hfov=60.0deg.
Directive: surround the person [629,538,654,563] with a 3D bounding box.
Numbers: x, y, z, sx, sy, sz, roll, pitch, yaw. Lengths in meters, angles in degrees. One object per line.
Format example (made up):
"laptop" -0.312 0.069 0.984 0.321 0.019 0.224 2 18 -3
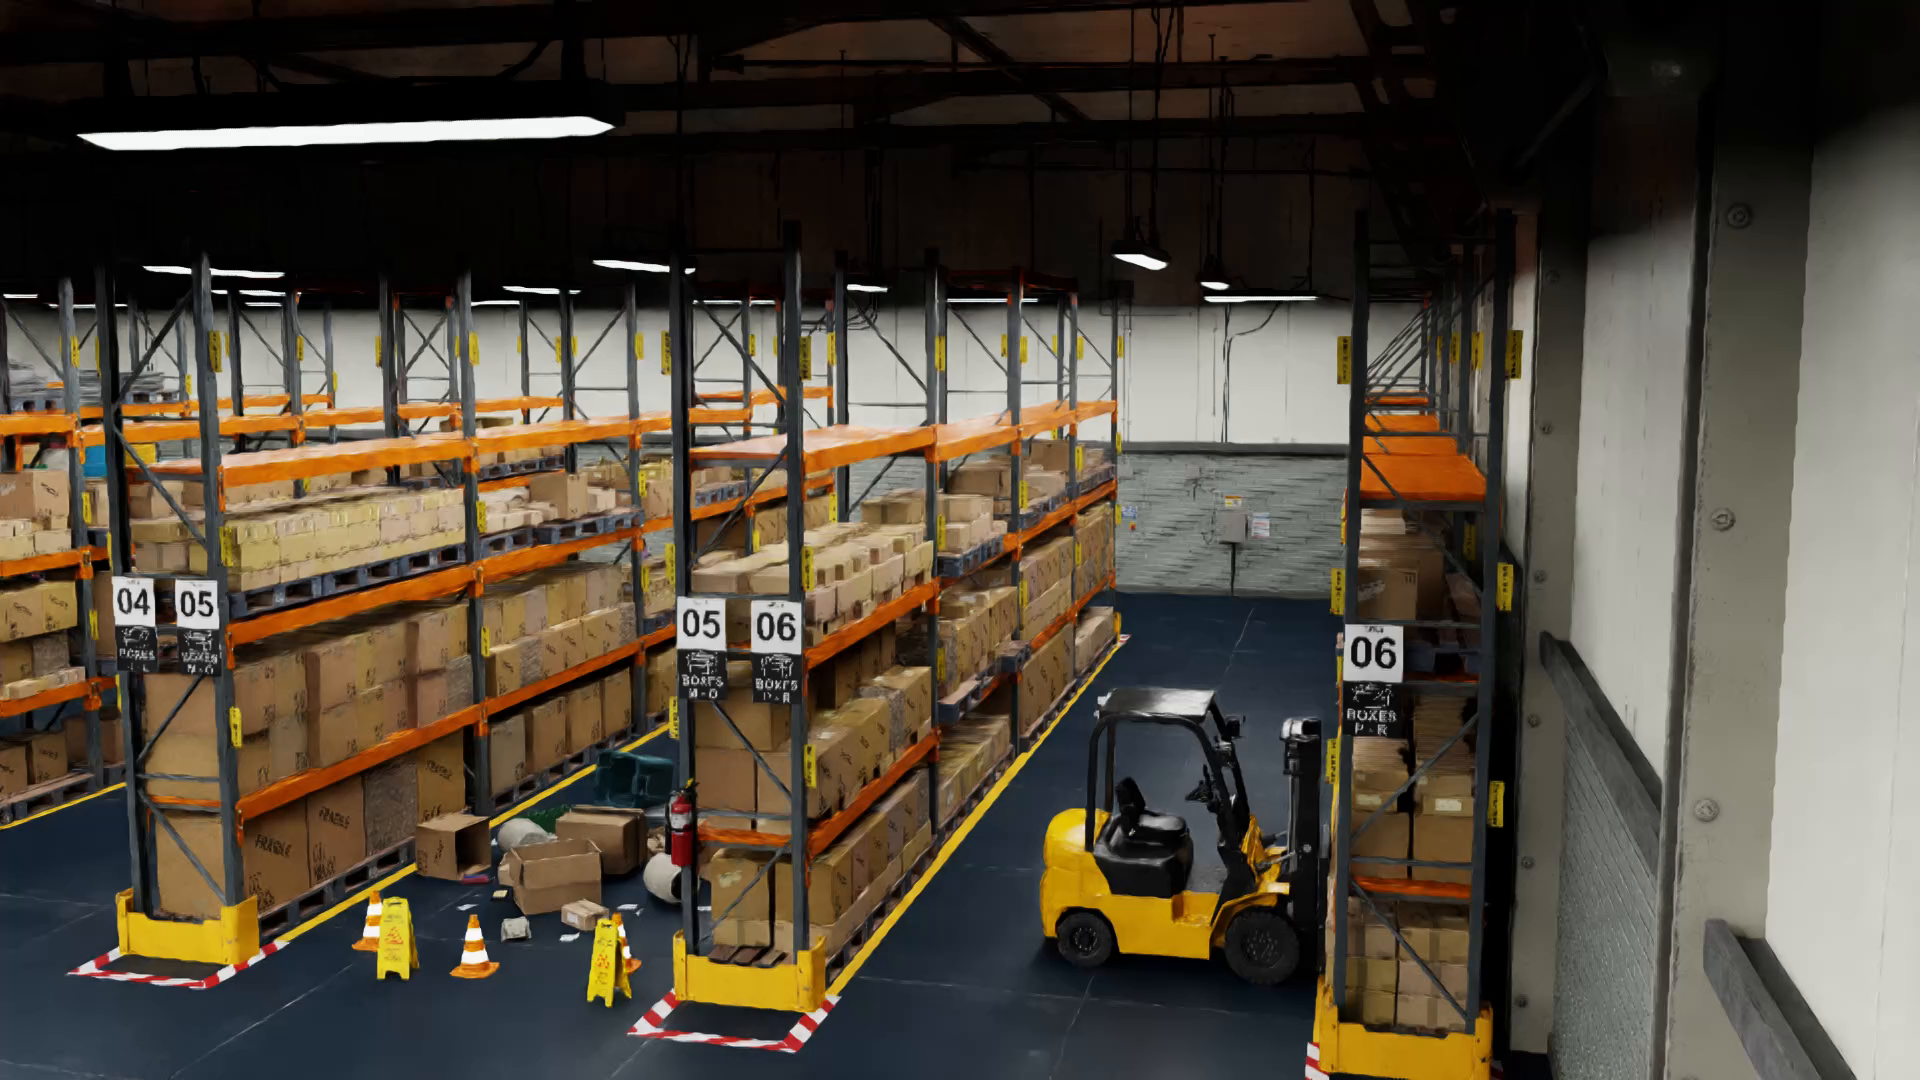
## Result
"person" -5.815 0.689 30.538 0.564 1.541 0.519 1 7 11
